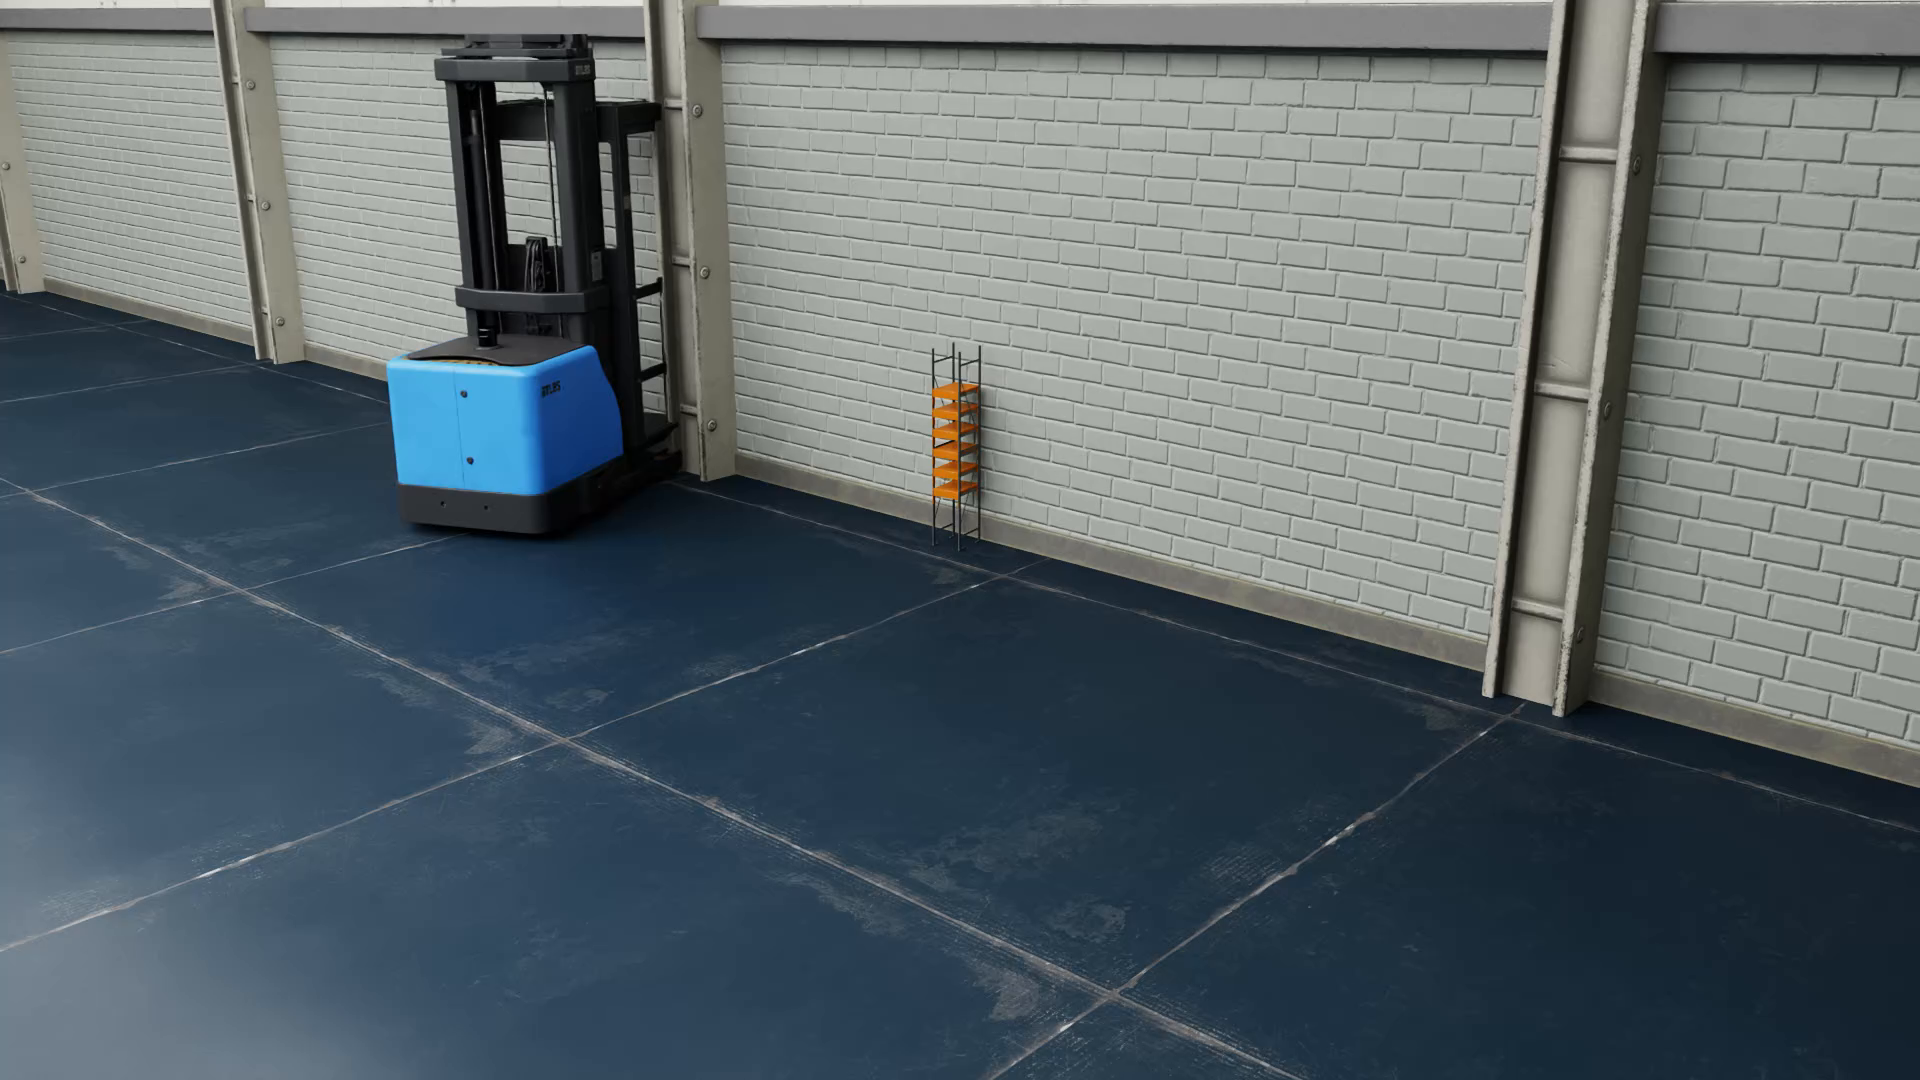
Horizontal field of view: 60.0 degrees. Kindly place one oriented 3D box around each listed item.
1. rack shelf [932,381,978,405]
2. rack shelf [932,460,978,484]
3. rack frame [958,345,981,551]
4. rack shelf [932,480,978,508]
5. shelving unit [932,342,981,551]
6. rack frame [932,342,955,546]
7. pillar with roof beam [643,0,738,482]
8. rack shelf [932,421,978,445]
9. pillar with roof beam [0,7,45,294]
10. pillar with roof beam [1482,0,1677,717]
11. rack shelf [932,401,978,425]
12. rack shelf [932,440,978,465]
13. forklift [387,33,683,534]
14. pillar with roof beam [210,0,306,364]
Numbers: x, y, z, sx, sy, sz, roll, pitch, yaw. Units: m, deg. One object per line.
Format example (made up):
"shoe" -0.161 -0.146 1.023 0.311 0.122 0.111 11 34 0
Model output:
"rack shelf" -0.020 -0.853 9.772 0.180 0.103 0.258 11 20 31
"rack shelf" -0.020 -0.395 9.916 0.180 0.103 0.258 11 20 31
"rack frame" 0.057 -0.538 9.820 0.006 1.200 0.240 11 20 31
"rack shelf" -0.020 -0.281 9.952 0.180 0.103 0.258 11 20 31
"shelving unit" -0.020 -0.552 9.867 0.189 1.200 0.258 11 20 31
"rack frame" -0.097 -0.567 9.914 0.006 1.200 0.240 11 20 31
"pillar with roof beam" -4.644 -3.786 7.166 0.400 9.000 9.100 15 23 39
"rack shelf" -0.020 -0.624 9.844 0.180 0.103 0.258 11 20 31
"pillar with roof beam" -13.620 -6.196 14.758 0.400 9.000 9.100 15 23 39
"pillar with roof beam" -0.157 -2.582 3.370 0.400 9.000 9.100 15 23 39
"rack shelf" -0.020 -0.739 9.808 0.180 0.103 0.258 11 20 31
"rack shelf" -0.020 -0.510 9.880 0.180 0.103 0.258 11 20 31
"forklift" -2.553 -1.840 11.065 1.130 2.935 3.031 5 18 16
"pillar with roof beam" -9.132 -4.991 10.962 0.400 9.000 9.100 15 23 39
